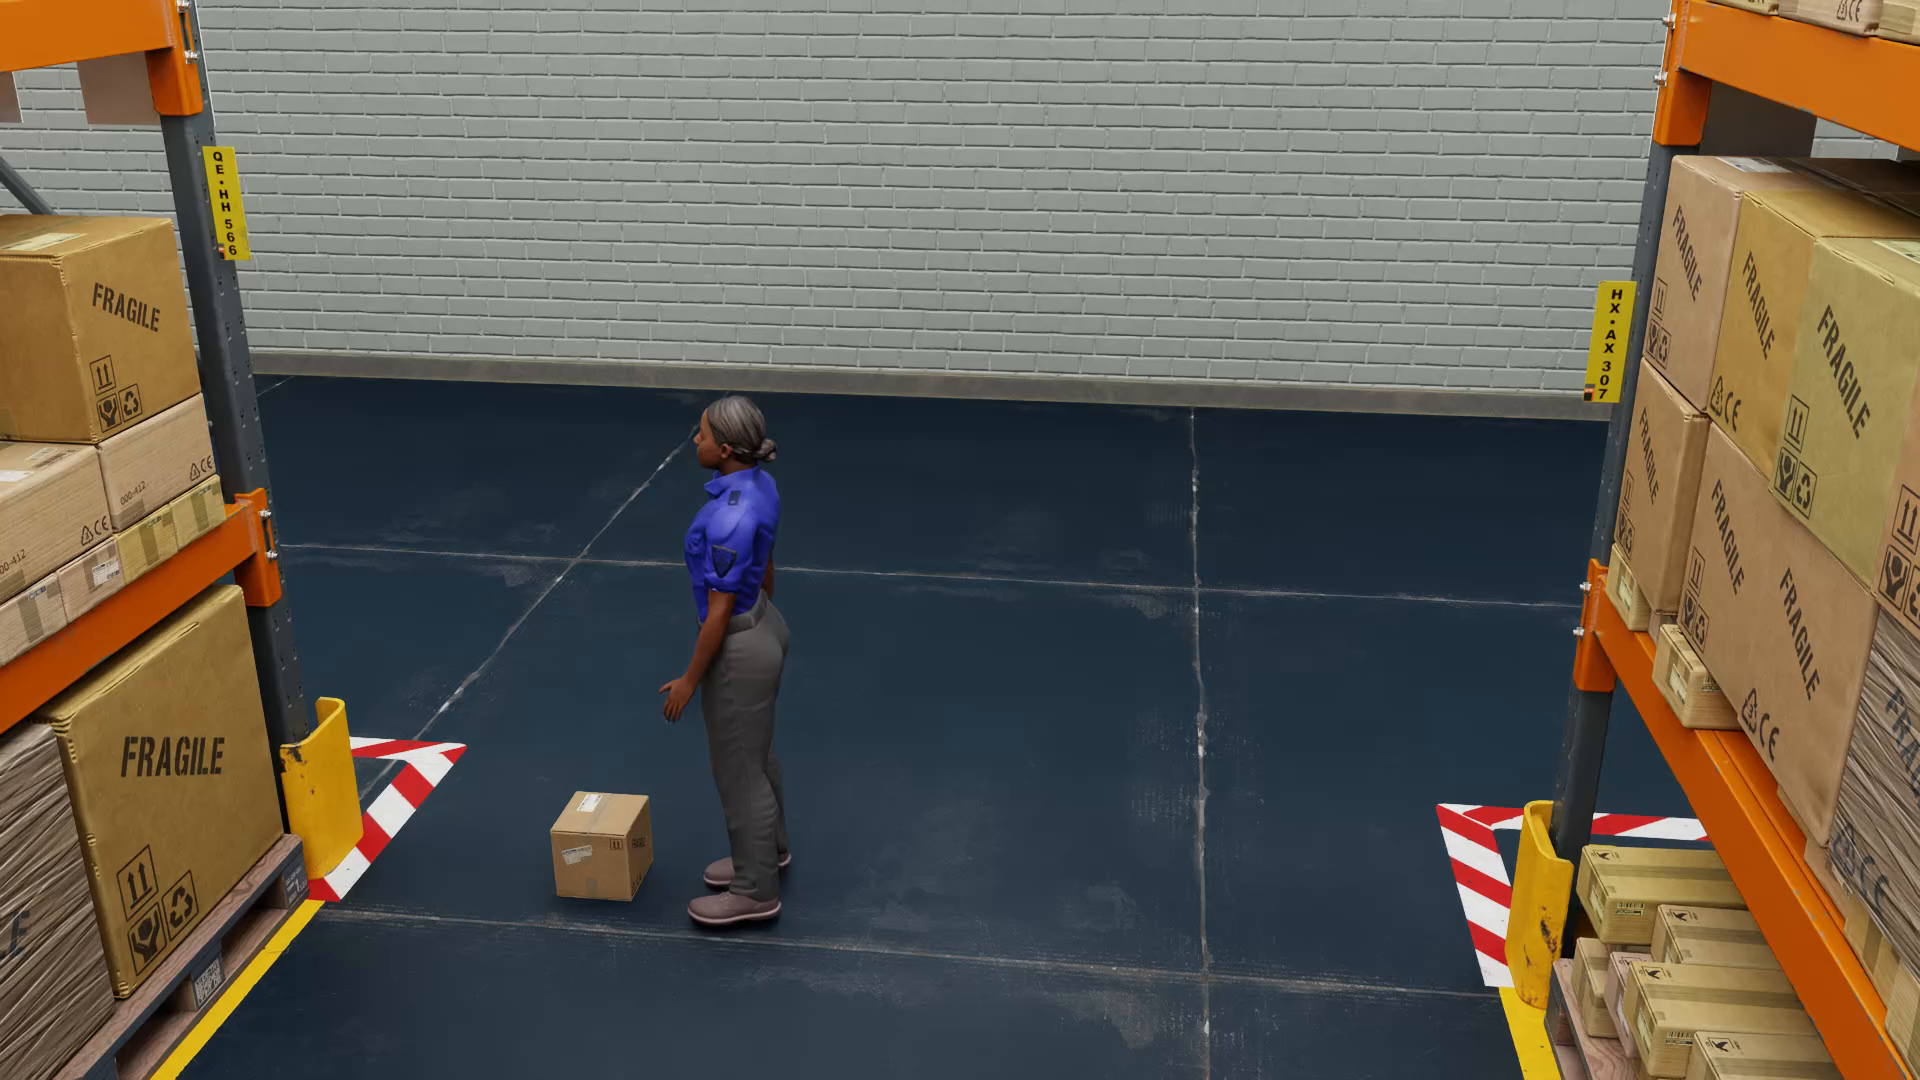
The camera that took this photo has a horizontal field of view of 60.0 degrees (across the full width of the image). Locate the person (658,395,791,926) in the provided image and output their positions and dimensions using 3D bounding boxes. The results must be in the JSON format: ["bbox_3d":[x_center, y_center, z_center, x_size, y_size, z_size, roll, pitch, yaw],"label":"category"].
[{"bbox_3d":[-0.714,0.359,5.127,0.367,1.671,0.489,1,21,2],"label":"person"}]
